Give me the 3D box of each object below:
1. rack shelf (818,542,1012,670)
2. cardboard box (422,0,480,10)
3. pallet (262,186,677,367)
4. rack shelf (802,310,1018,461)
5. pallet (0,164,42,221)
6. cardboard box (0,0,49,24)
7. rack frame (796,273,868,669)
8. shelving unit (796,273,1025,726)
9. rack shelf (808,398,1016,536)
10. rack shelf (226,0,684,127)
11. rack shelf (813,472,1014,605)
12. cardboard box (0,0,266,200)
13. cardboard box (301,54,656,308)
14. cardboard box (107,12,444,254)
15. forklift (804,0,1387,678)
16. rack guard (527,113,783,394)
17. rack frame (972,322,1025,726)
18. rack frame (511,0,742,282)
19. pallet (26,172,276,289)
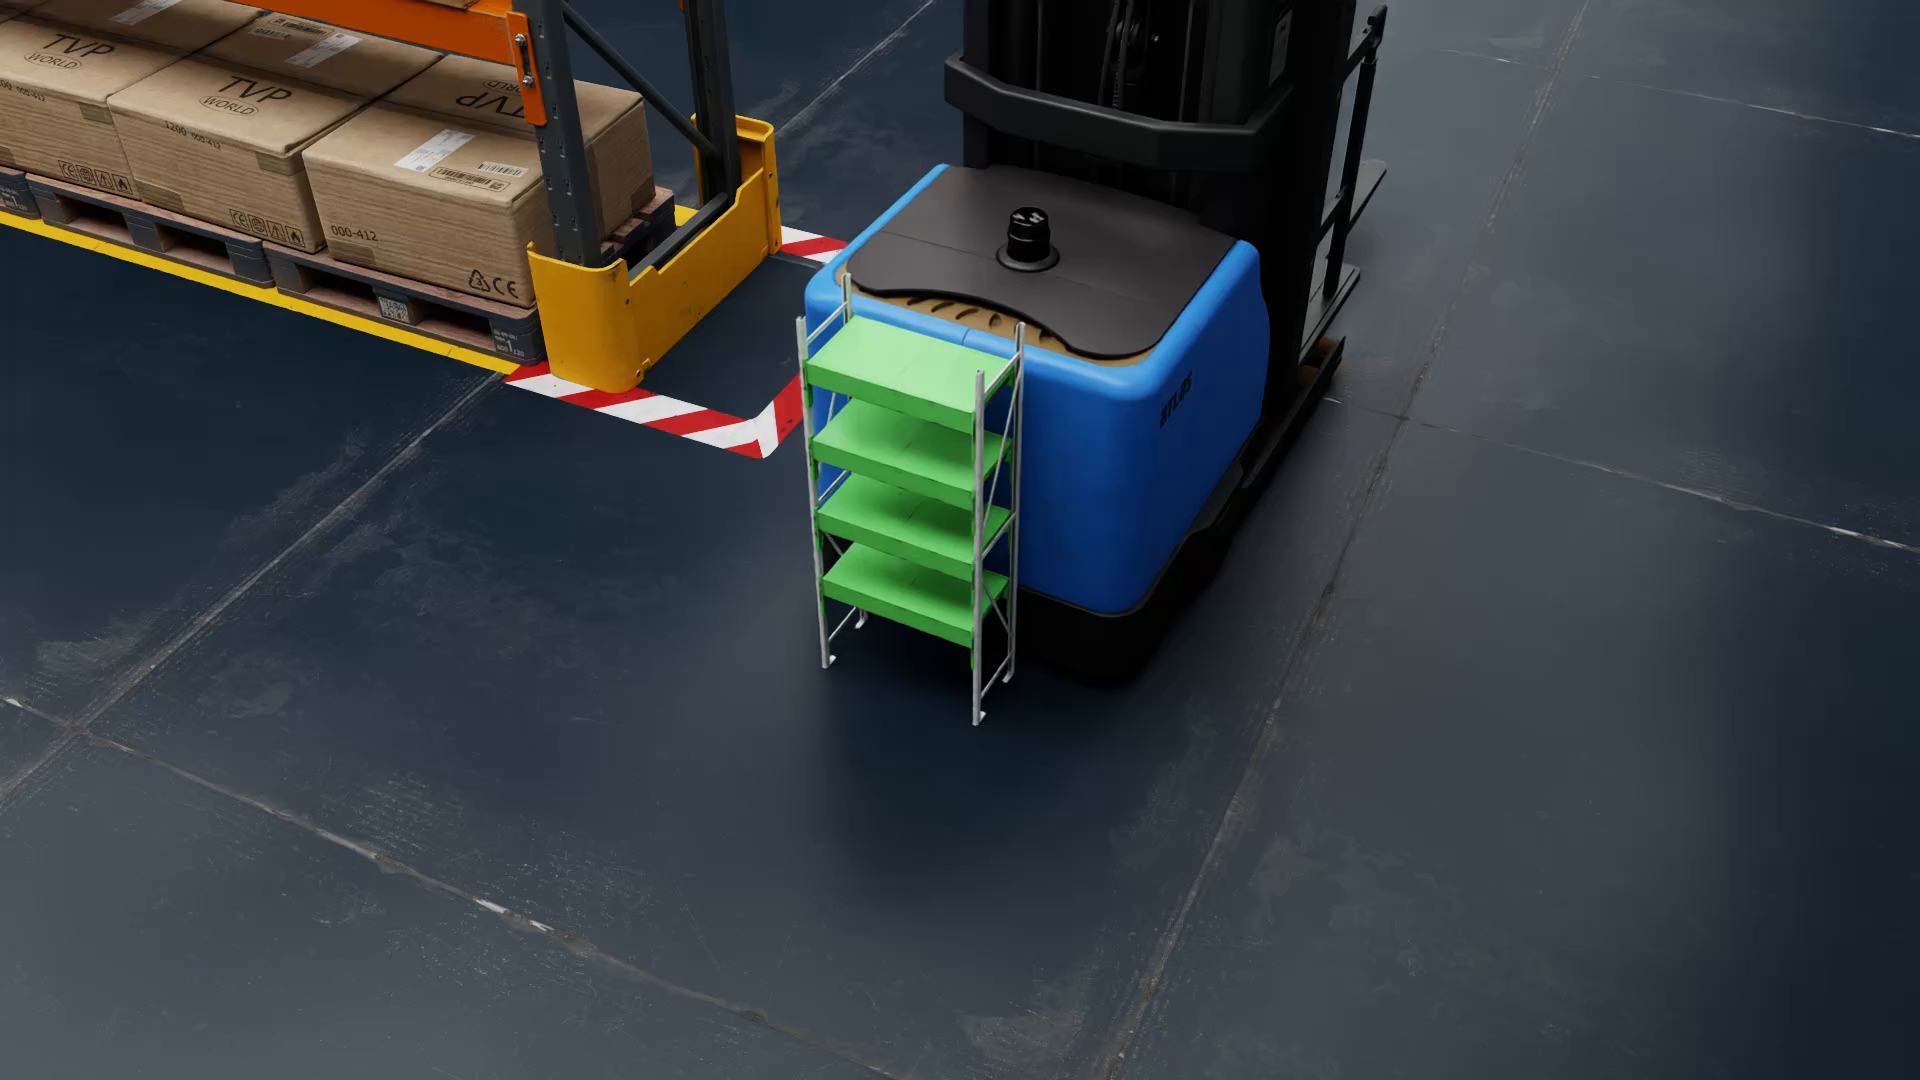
[{"bbox_3d":[-0.120,0.153,4.622,0.480,0.148,0.258,19,44,20],"label":"rack shelf"},{"bbox_3d":[-1.656,-2.048,5.247,0.500,0.500,0.500,17,44,19],"label":"cardboard box"},{"bbox_3d":[-1.865,-1.155,6.422,1.213,0.211,1.003,17,44,19],"label":"pallet"},{"bbox_3d":[-0.120,-0.391,4.150,0.480,0.148,0.258,19,44,20],"label":"rack shelf"},{"bbox_3d":[-4.076,-1.831,7.201,1.213,0.211,1.003,17,44,19],"label":"pallet"},{"bbox_3d":[-4.209,-2.095,7.012,0.875,0.438,0.875,16,44,18],"label":"cardboard box"},{"bbox_3d":[-0.337,-0.150,4.507,0.015,1.200,0.240,19,44,20],"label":"rack frame"},{"bbox_3d":[-0.120,-0.077,4.423,0.503,1.200,0.258,19,44,20],"label":"shelving unit"},{"bbox_3d":[-0.120,-0.210,4.307,0.480,0.148,0.258,19,44,20],"label":"rack shelf"},{"bbox_3d":[-2.920,-2.316,6.181,4.000,0.370,1.077,17,44,19],"label":"rack shelf"},{"bbox_3d":[-0.120,-0.029,4.464,0.480,0.148,0.258,19,44,20],"label":"rack shelf"},{"bbox_3d":[-3.397,-1.847,6.727,0.875,0.438,0.875,16,43,17],"label":"cardboard box"},{"bbox_3d":[-1.748,-1.348,6.151,0.875,0.438,0.875,16,43,17],"label":"cardboard box"},{"bbox_3d":[-2.581,-1.597,6.437,0.875,0.438,0.875,18,44,20],"label":"cardboard box"},{"bbox_3d":[0.702,-1.675,4.945,1.130,2.935,3.031,19,44,21],"label":"forklift"},{"bbox_3d":[-1.086,-1.083,6.118,0.348,0.500,1.175,17,44,19],"label":"rack guard"},{"bbox_3d":[0.097,-0.004,4.338,0.015,1.200,0.240,19,44,20],"label":"rack frame"},{"bbox_3d":[-1.107,-2.034,5.307,0.127,3.000,1.000,17,44,19],"label":"rack frame"},{"bbox_3d":[-2.967,-1.494,6.813,1.213,0.211,1.003,17,44,19],"label":"pallet"}]
